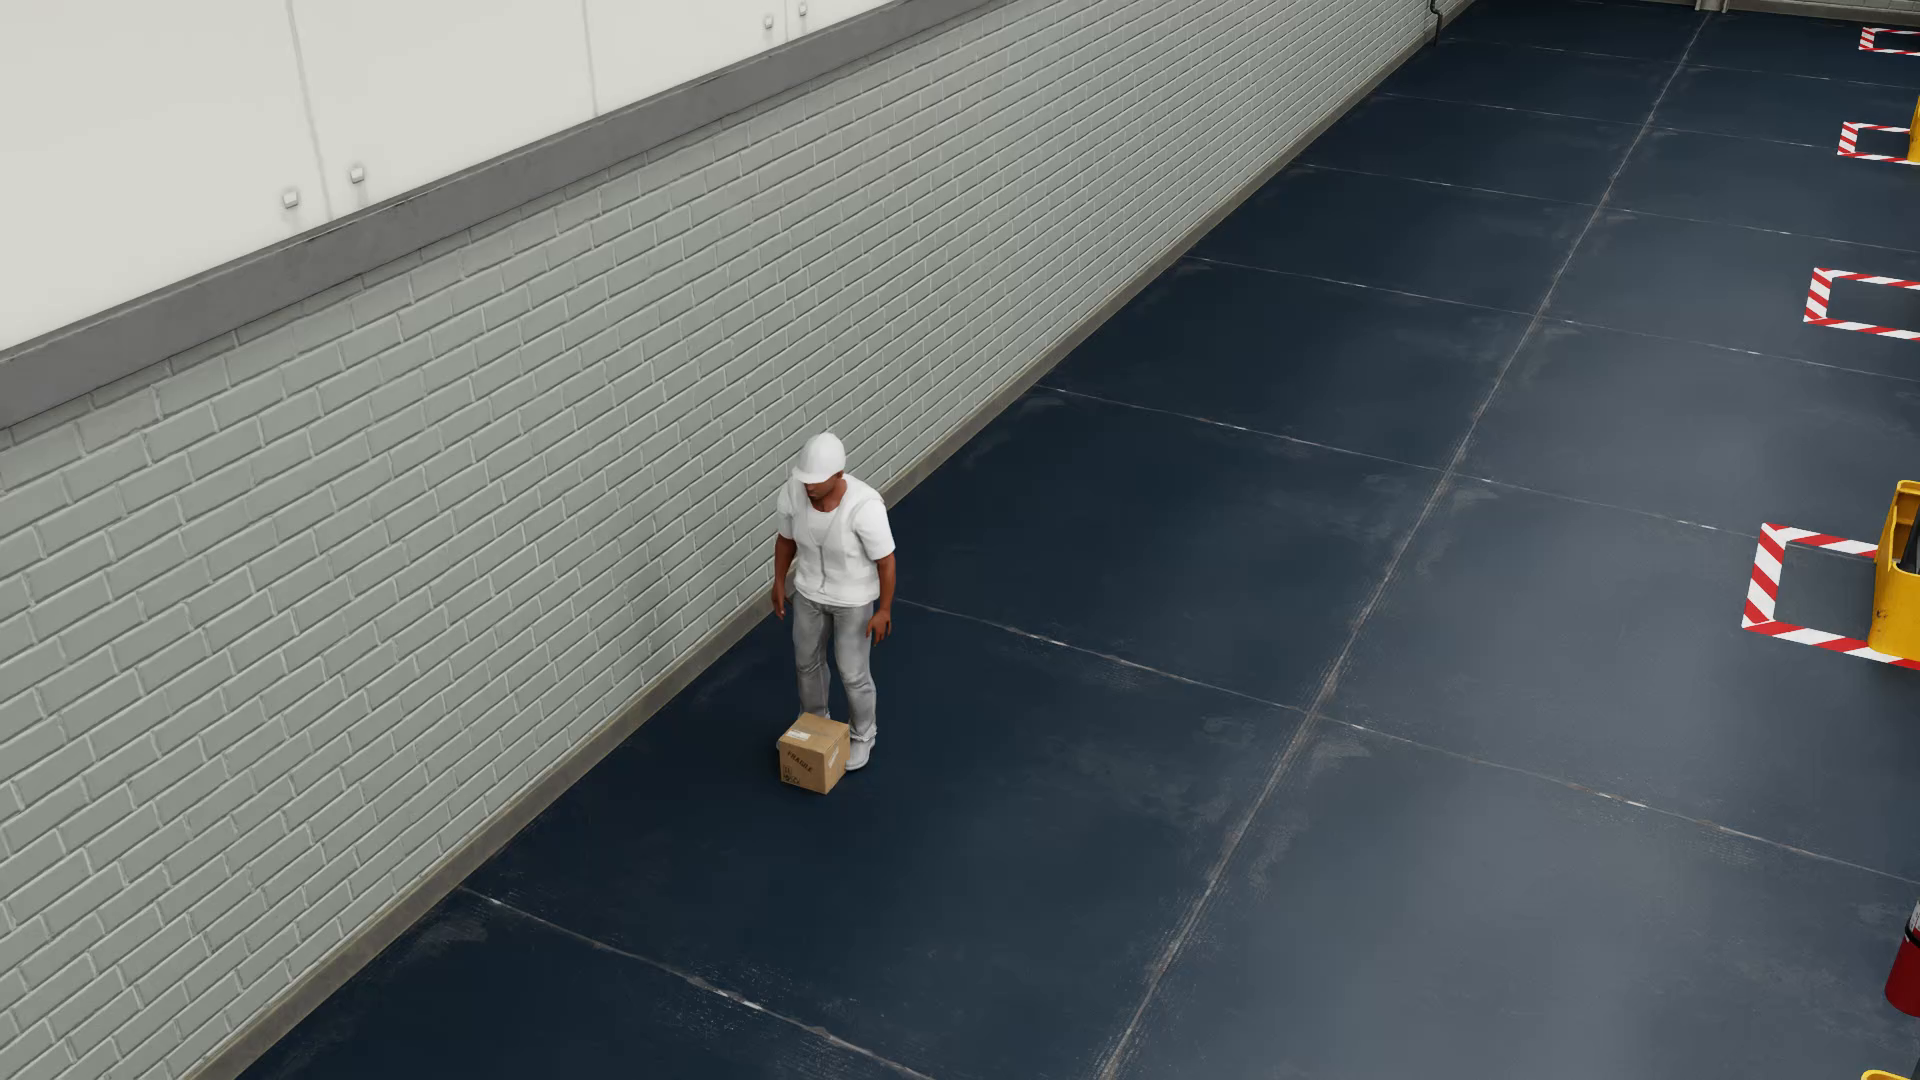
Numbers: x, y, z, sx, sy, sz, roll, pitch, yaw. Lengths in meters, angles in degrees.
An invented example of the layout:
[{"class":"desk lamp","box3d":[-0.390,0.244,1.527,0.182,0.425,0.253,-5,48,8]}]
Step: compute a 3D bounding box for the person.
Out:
[{"class":"person","box3d":[-0.605,0.271,7.802,0.632,1.760,0.463,14,33,23]}]
